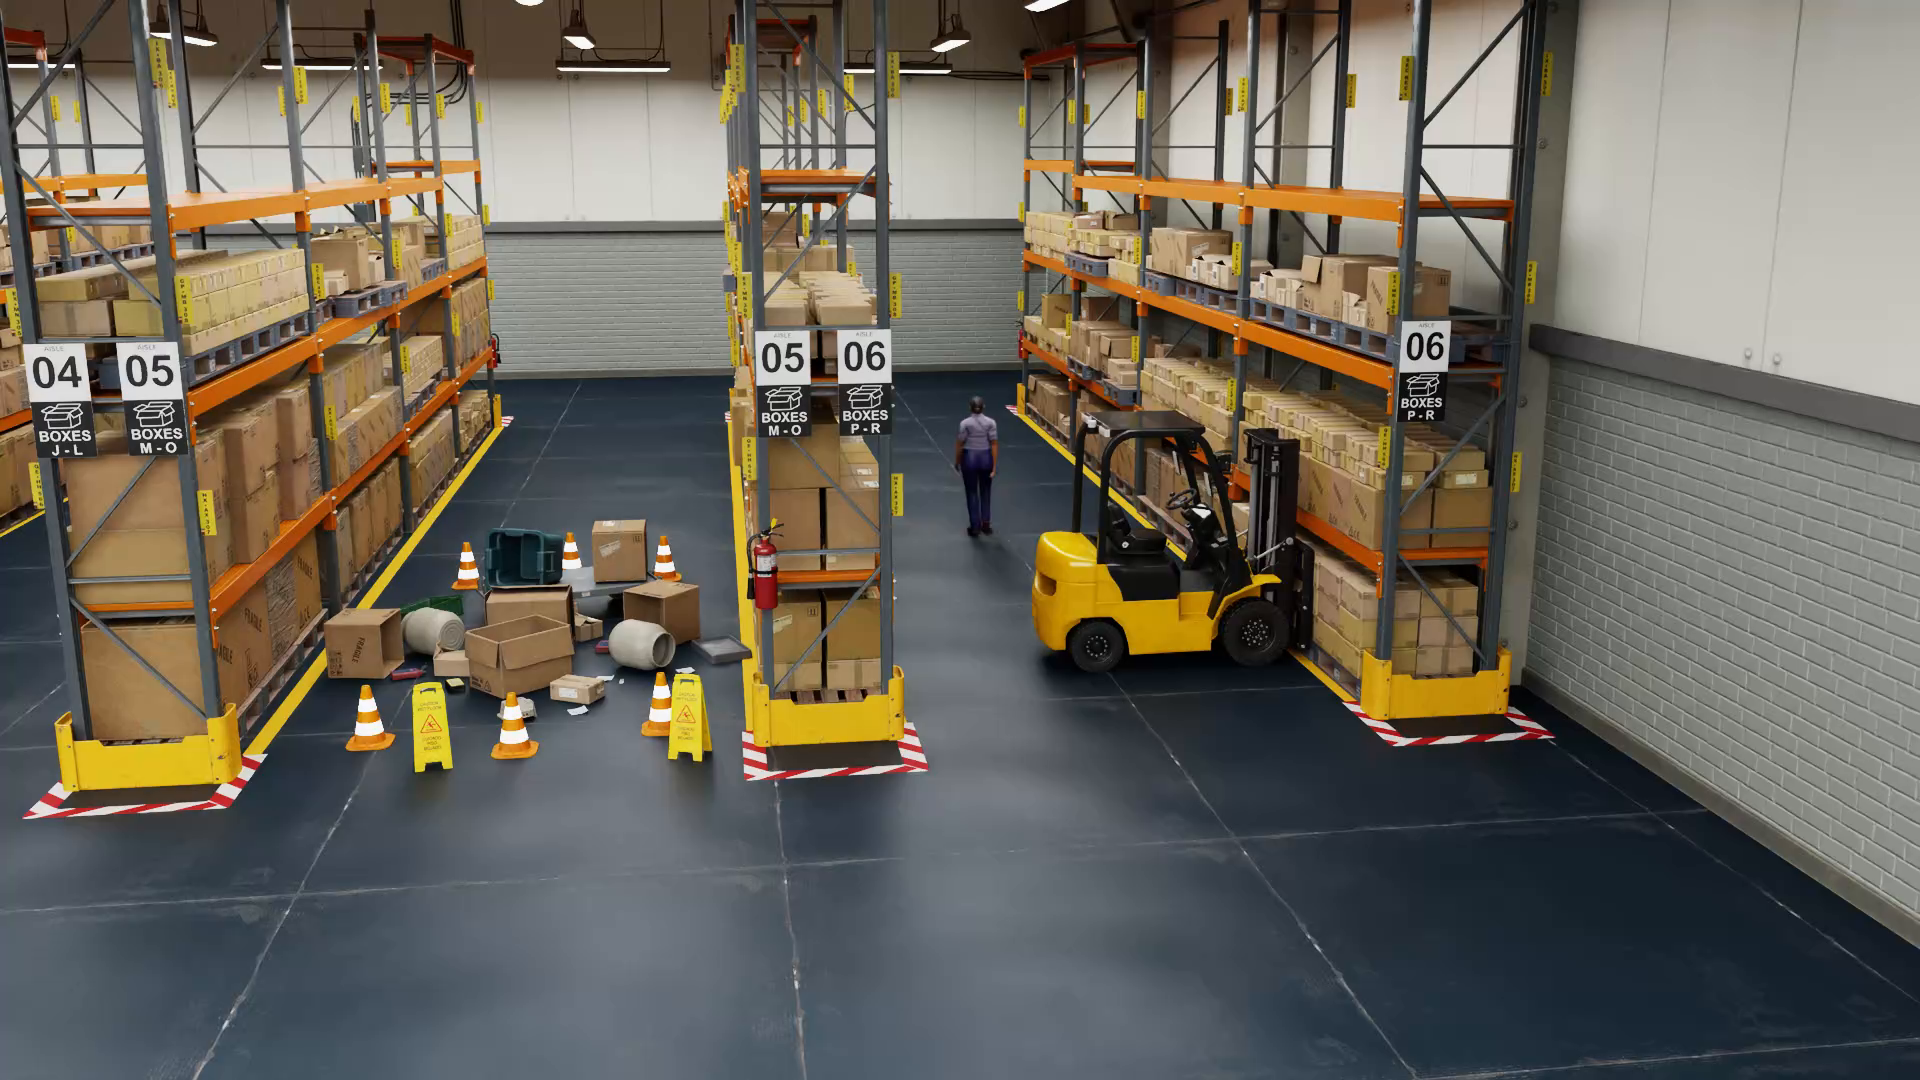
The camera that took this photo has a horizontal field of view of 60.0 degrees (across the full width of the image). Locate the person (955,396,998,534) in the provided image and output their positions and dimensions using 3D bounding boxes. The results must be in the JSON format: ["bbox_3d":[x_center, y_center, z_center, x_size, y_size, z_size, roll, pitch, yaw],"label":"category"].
[{"bbox_3d":[0.186,-0.864,19.794,0.482,1.706,0.546,-3,14,-13],"label":"person"}]
